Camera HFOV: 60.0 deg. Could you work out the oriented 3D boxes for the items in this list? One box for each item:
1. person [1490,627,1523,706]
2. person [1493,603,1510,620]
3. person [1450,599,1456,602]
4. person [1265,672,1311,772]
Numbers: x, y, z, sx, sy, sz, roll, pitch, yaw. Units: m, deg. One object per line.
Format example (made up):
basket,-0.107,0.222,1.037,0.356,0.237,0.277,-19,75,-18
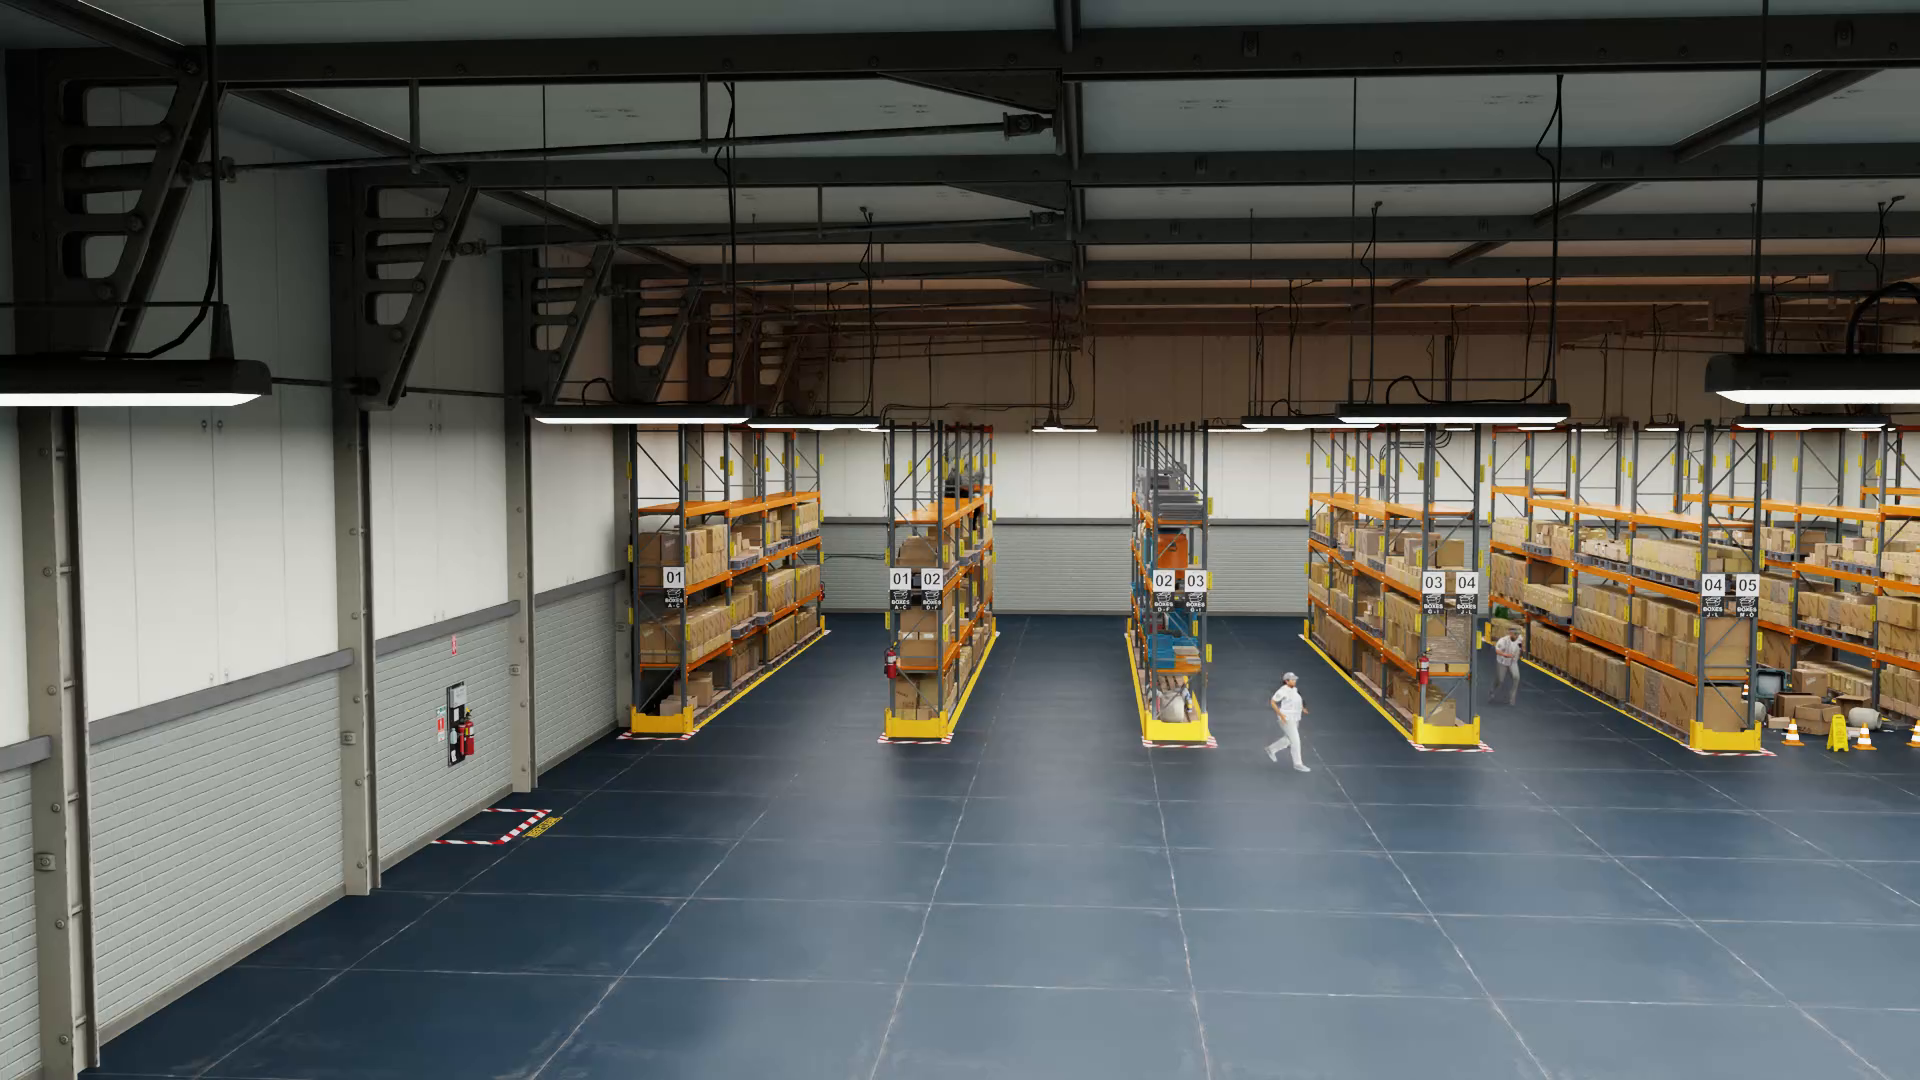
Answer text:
person,11.658,2.679,35.516,0.704,1.734,1.014,-1,4,-11
person,15.596,1.885,47.593,0.653,1.756,0.801,1,4,18
person,13.201,2.087,44.188,0.554,1.655,0.638,1,4,9
person,5.607,3.087,28.463,0.906,1.658,0.629,3,5,38
